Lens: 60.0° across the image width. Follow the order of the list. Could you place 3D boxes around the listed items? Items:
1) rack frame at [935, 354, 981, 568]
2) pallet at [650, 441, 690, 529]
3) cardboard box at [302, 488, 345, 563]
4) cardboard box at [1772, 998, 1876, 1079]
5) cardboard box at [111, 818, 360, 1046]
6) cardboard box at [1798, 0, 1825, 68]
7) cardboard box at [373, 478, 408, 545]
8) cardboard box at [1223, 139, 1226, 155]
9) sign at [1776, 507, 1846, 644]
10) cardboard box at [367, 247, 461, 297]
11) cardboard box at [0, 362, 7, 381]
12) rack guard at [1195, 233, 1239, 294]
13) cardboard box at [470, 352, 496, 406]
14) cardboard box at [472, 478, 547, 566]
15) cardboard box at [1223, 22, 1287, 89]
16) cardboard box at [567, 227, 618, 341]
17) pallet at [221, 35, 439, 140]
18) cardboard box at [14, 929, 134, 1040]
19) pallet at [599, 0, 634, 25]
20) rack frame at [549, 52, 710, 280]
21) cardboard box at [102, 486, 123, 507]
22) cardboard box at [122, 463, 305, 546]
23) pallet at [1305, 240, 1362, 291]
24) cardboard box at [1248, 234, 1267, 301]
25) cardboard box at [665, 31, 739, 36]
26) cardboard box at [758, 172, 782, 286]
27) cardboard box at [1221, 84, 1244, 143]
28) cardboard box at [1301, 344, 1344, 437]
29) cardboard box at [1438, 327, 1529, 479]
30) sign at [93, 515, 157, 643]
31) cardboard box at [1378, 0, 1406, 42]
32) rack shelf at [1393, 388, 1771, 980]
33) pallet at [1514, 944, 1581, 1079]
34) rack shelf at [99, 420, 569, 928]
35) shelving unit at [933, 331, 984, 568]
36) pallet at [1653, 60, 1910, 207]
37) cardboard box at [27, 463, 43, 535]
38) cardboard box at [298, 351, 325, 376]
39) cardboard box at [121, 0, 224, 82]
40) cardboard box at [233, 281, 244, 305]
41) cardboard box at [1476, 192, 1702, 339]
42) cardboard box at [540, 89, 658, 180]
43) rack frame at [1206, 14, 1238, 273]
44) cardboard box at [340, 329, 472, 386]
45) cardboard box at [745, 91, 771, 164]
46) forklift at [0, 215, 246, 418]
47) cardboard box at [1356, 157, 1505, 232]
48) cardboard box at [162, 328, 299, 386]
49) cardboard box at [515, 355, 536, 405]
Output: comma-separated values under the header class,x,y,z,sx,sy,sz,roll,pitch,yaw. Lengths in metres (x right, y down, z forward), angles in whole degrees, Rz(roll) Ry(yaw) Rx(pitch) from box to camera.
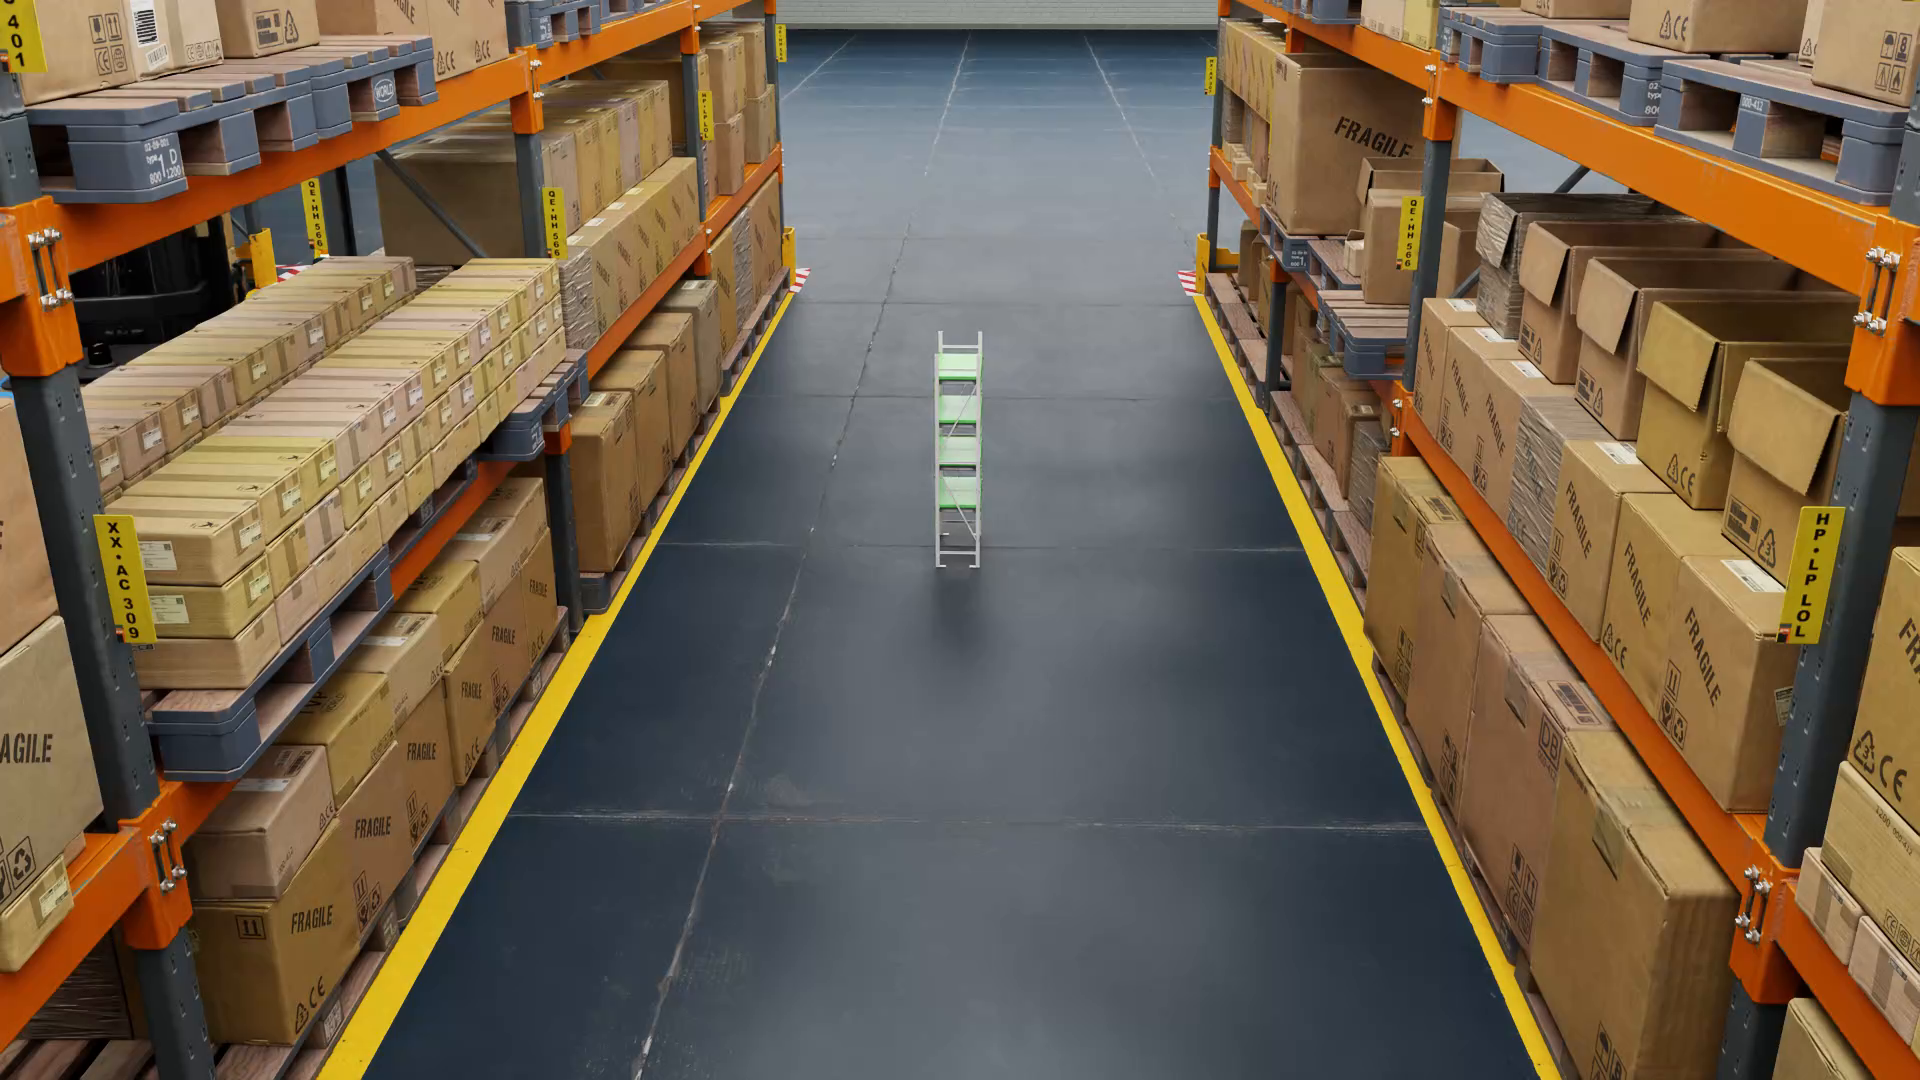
class,x,y,z,sx,sy,sz,roll,pitch,yaw
rack frame,-0.012,-0.411,8.930,0.240,1.200,0.015,1,21,2
pallet,-2.264,-0.376,10.206,1.003,0.211,1.213,1,21,2
cardboard box,-2.040,-0.047,4.860,0.380,0.149,0.250,1,21,3
cardboard box,2.330,1.618,3.569,0.875,0.875,0.875,1,21,2
cardboard box,-2.237,1.200,5.165,0.500,0.500,0.500,1,21,4
cardboard box,2.553,-1.363,4.290,0.500,0.311,0.500,0,21,0
cardboard box,-2.023,-0.095,5.394,0.380,0.149,0.250,0,21,-1
cardboard box,2.521,-3.445,14.609,0.380,0.149,0.250,1,21,2
sign,1.887,0.080,3.684,0.100,0.325,0.005,1,21,2
cardboard box,-2.658,-1.164,8.244,0.500,0.500,0.500,1,21,2
cardboard box,-7.246,-1.197,11.519,0.950,0.372,0.625,1,21,2
rack guard,2.792,-2.560,15.436,1.175,0.500,0.348,1,21,2
cardboard box,-1.993,-0.613,6.318,0.380,0.149,0.250,0,21,1
cardboard box,-2.162,-0.082,7.431,0.500,0.250,0.500,0,21,0
cardboard box,2.483,-4.028,13.832,0.500,0.500,0.500,1,21,2
cardboard box,-2.107,-1.342,8.702,0.500,0.500,0.500,0,21,1
pallet,-2.371,-1.413,5.138,1.213,0.211,1.003,1,21,2
cardboard box,-2.754,1.194,5.181,0.500,0.500,0.500,0,21,1
pallet,-2.406,-2.900,8.970,1.003,0.211,1.213,2,21,4
rack frame,-2.282,-2.398,11.563,1.000,3.000,0.127,1,21,2
cardboard box,-2.693,-0.054,4.876,0.380,0.149,0.250,2,21,4
cardboard box,-2.051,-0.100,4.584,0.380,0.149,0.250,1,21,3
pallet,2.571,-1.487,9.481,1.003,0.211,1.213,1,21,2
cardboard box,2.775,-2.341,14.292,0.500,0.500,0.500,6,22,16
cardboard box,-2.287,-3.883,13.690,0.875,0.550,0.550,1,21,2
cardboard box,-2.114,-2.804,14.965,0.875,0.875,0.875,1,21,2
cardboard box,2.751,-3.740,14.472,0.875,0.500,0.500,1,21,2
cardboard box,2.600,-0.953,10.685,0.700,0.500,0.500,1,21,1
cardboard box,2.251,-0.548,6.656,0.500,0.500,0.500,0,21,0
sign,-1.982,0.094,3.943,0.100,0.325,0.005,1,21,2
cardboard box,2.322,-2.543,7.998,0.500,0.250,0.500,1,21,1
rack shelf,2.491,0.198,5.867,1.077,0.370,4.000,1,21,2
pallet,2.378,1.606,5.099,1.003,0.211,1.213,1,21,2
rack shelf,-2.464,0.107,6.102,1.077,0.370,4.000,1,21,2
shelving unit,-0.005,-0.500,9.158,0.258,1.200,0.503,1,21,2
pallet,2.408,-1.056,4.221,0.805,0.209,1.217,0,21,-1
cardboard box,-2.700,-0.106,4.600,0.380,0.149,0.250,0,21,0
cardboard box,-2.645,-0.621,6.337,0.380,0.149,0.250,1,21,2
cardboard box,-2.288,-1.374,4.319,0.500,0.311,0.500,0,21,1
cardboard box,-5.452,-1.595,11.901,0.500,0.500,0.500,1,21,2
cardboard box,2.513,-1.111,6.720,0.797,0.503,0.637,1,21,3
cardboard box,-2.304,-2.545,10.421,0.700,0.500,0.500,0,21,1
rack frame,2.795,-3.753,15.055,1.000,3.000,0.127,1,21,2
cardboard box,-2.001,-0.658,6.022,0.380,0.149,0.250,2,21,4
cardboard box,-2.121,-3.580,14.403,0.875,0.550,0.550,1,21,2
forklift,-4.833,-1.661,9.758,1.130,2.935,3.031,-5,22,-12
cardboard box,2.713,-1.923,9.615,0.797,0.503,0.637,3,21,7
cardboard box,-2.649,-0.668,6.047,0.380,0.149,0.250,1,21,3
cardboard box,-1.976,-0.664,6.861,0.380,0.149,0.250,1,21,3
